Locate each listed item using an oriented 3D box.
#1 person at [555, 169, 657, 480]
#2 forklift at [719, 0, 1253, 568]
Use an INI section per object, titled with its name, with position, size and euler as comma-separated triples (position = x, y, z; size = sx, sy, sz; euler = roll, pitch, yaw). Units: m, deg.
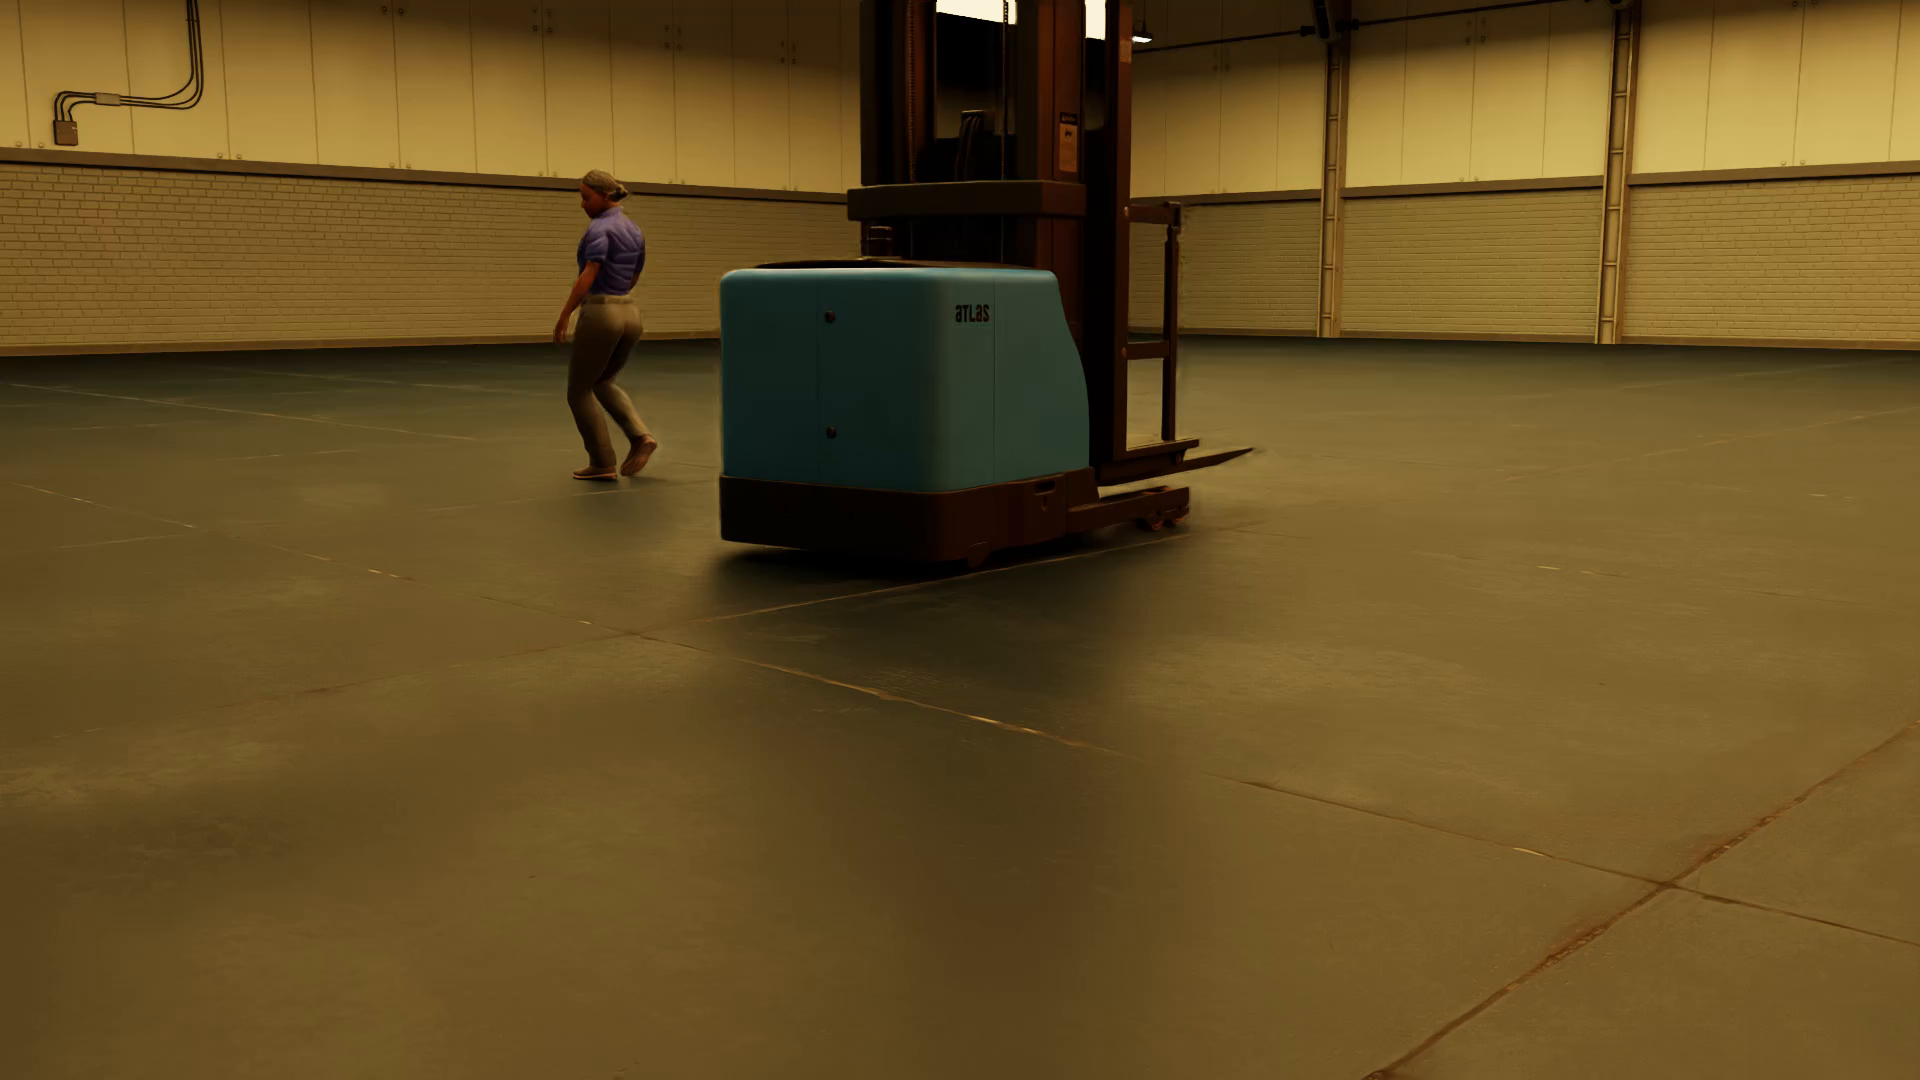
[person]
position = -1.920, -1.120, 8.736
size = 0.444, 1.626, 0.685
euler = 5, 10, 28
[forklift]
position = 0.334, -1.526, 7.008
size = 1.130, 2.935, 3.031
euler = 6, 10, 33
